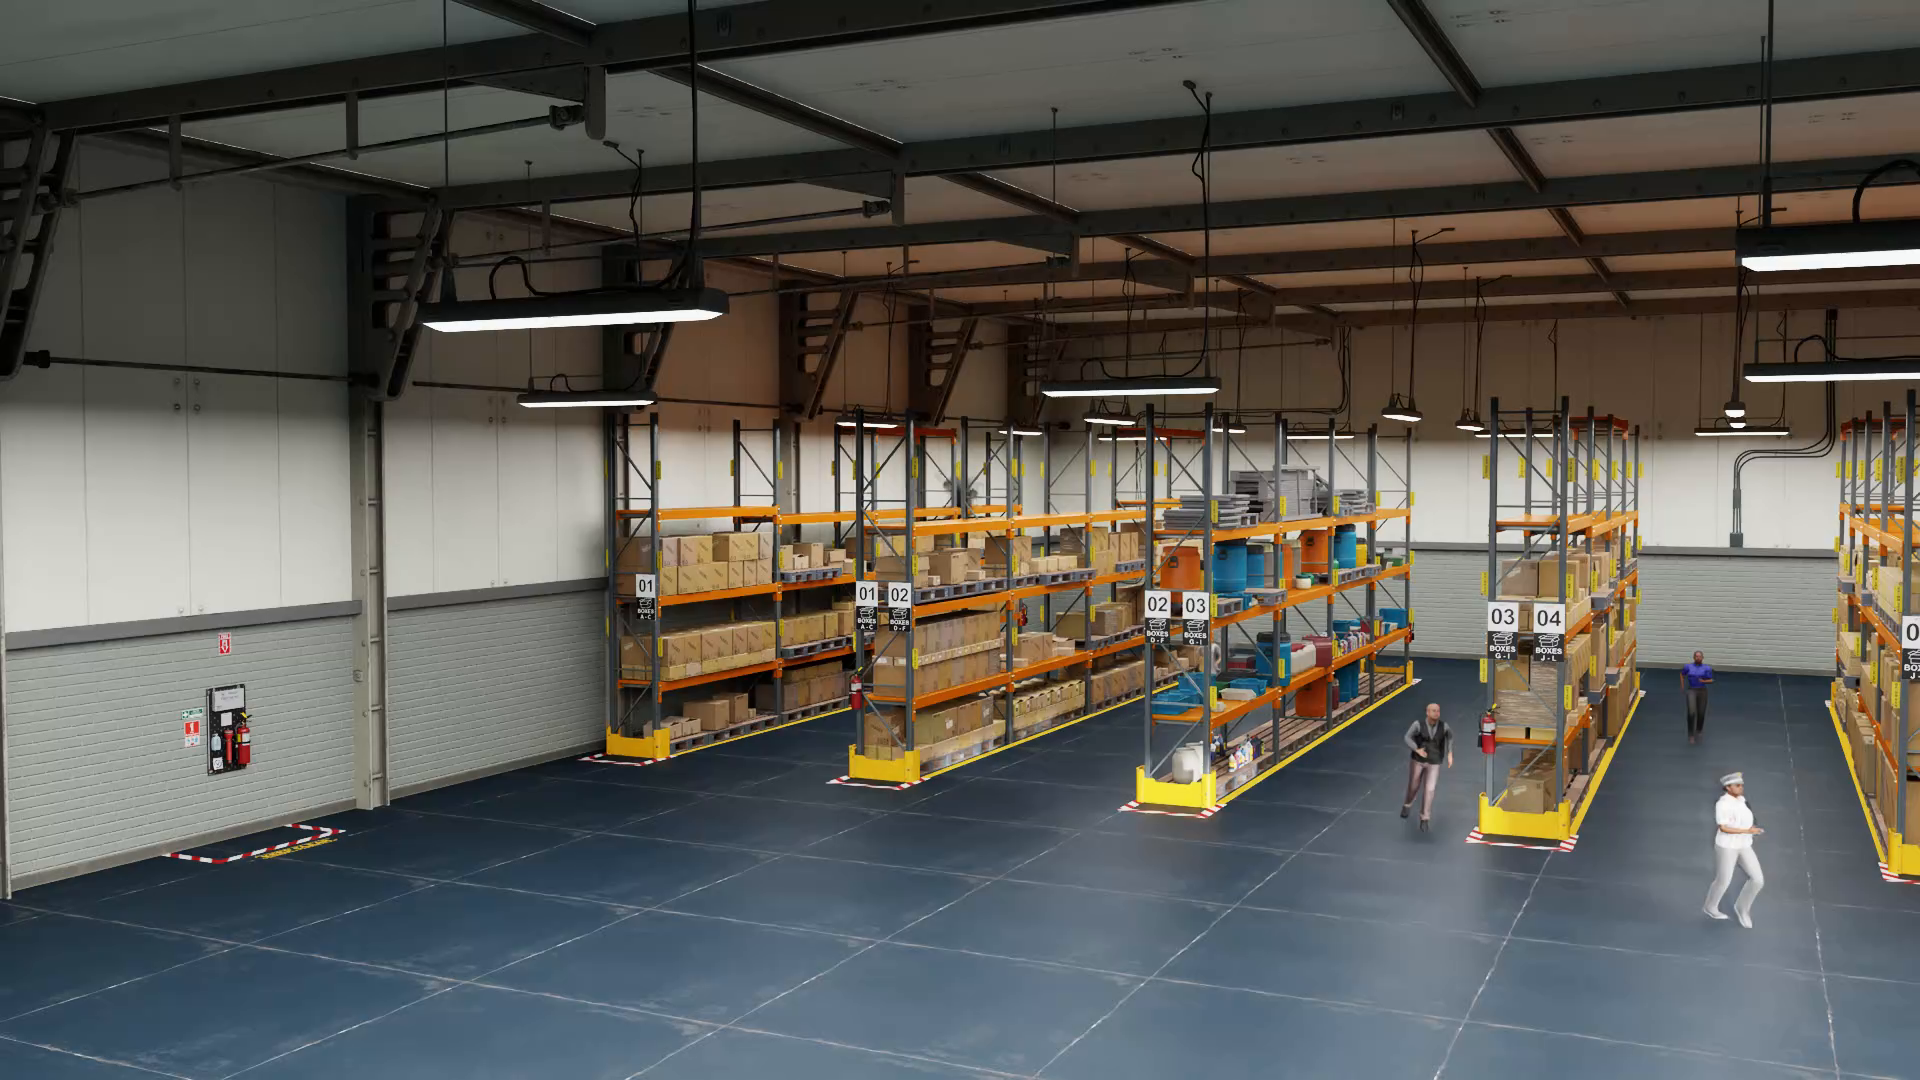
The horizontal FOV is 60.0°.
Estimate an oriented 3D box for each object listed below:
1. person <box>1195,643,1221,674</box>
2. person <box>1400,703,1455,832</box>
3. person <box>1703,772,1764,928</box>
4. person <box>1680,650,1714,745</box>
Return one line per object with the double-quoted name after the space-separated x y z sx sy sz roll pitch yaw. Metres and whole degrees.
5.161 2.718 34.581 0.548 1.656 0.616 1 2 15 "person"
6.593 3.155 23.365 0.727 1.728 0.887 0 2 9 "person"
8.504 3.392 18.230 0.542 1.726 0.709 -1 3 -23 "person"
13.564 2.887 30.618 0.550 1.719 0.772 1 3 19 "person"
